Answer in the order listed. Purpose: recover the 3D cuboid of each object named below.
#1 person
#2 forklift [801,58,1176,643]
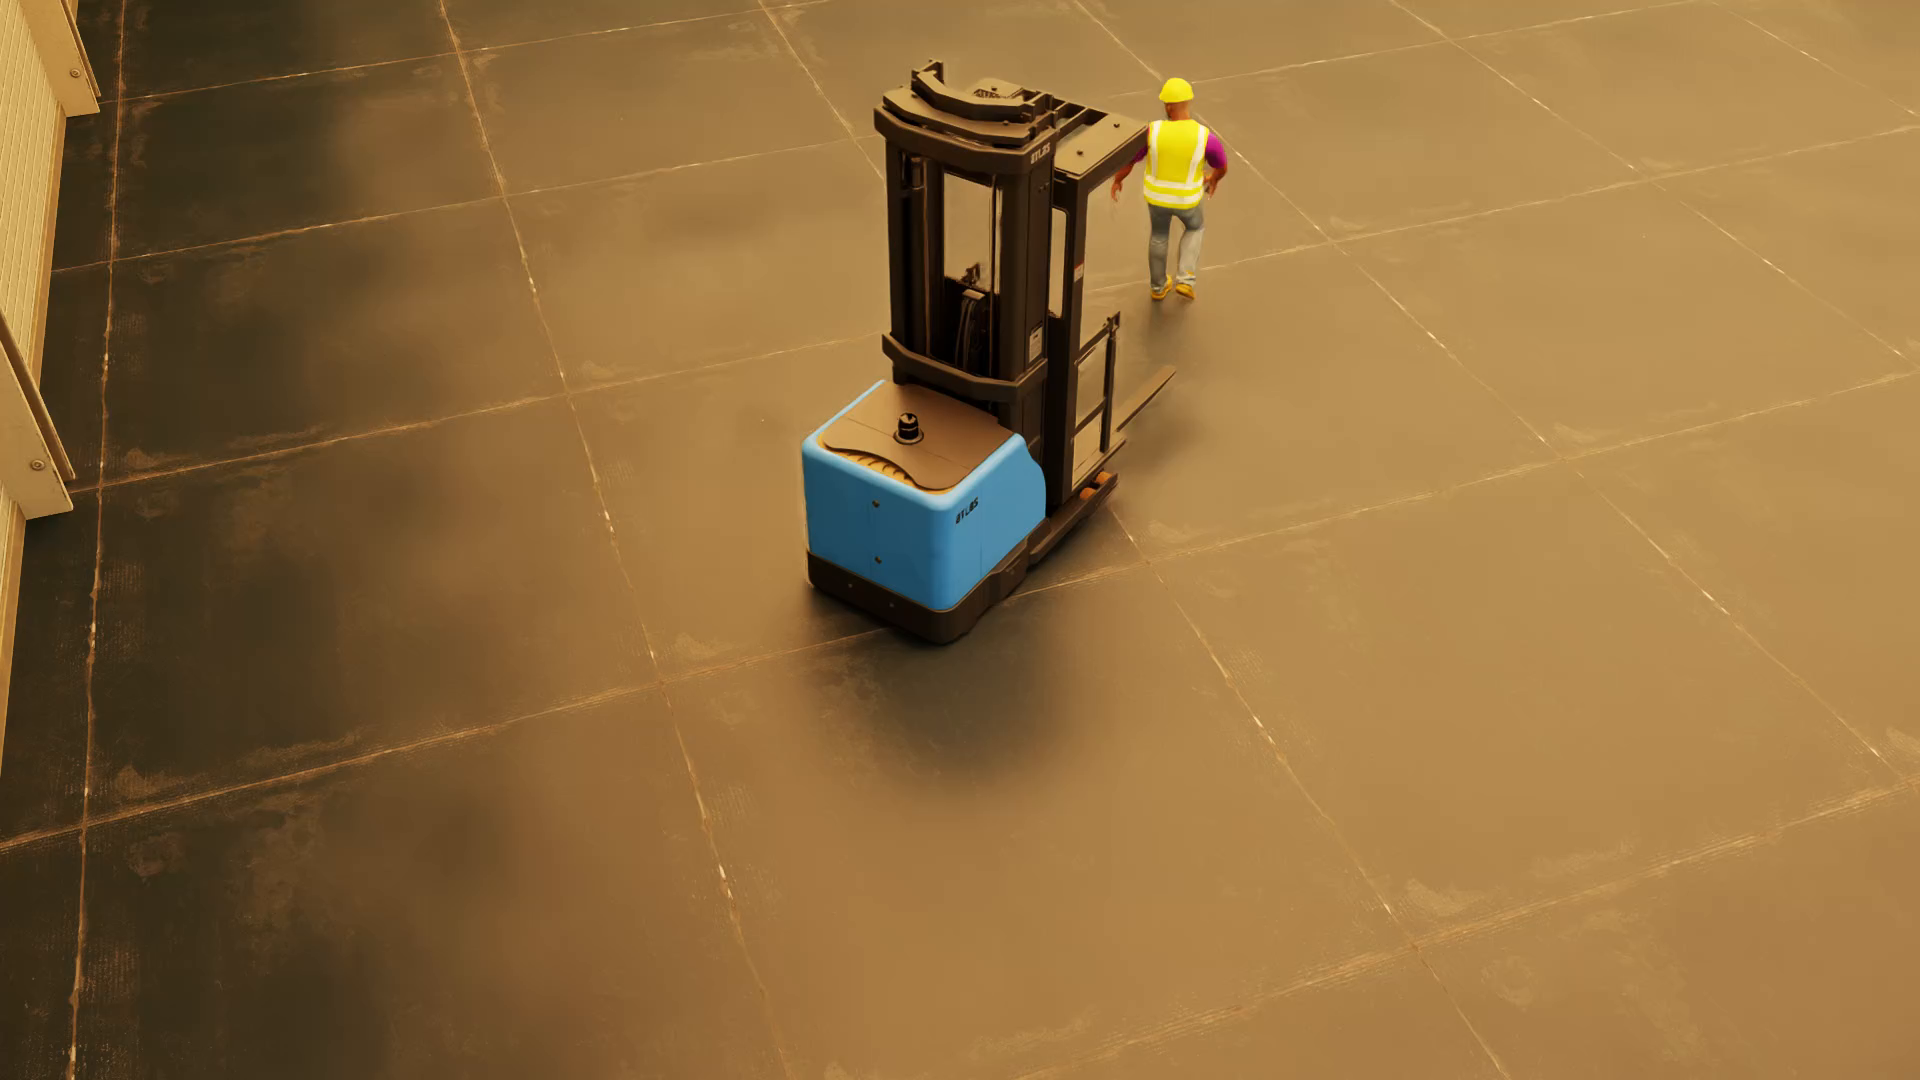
[{"bbox_3d":[1.492,-2.501,11.910,0.816,1.732,0.489,12,41,13],"label":"person"},{"bbox_3d":[0.343,-1.447,9.720,1.130,2.935,3.031,24,46,26],"label":"forklift"}]
